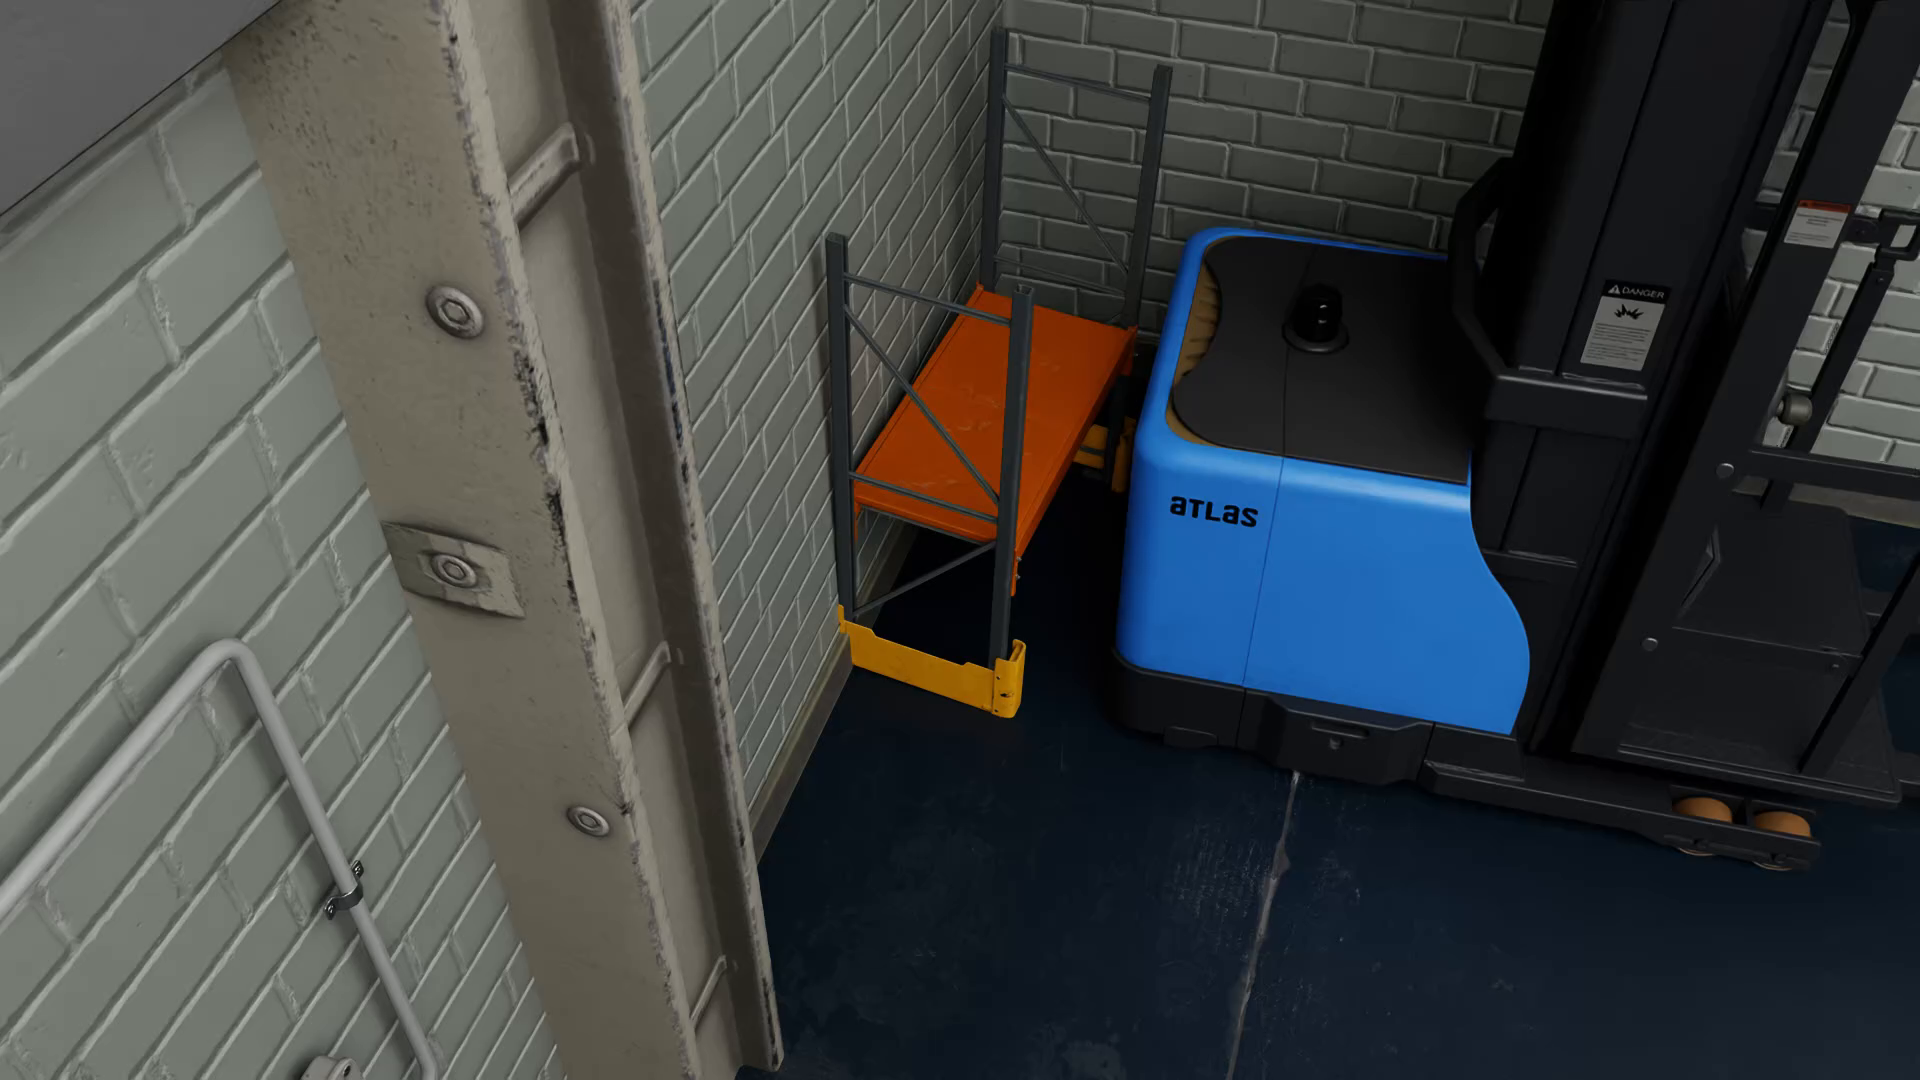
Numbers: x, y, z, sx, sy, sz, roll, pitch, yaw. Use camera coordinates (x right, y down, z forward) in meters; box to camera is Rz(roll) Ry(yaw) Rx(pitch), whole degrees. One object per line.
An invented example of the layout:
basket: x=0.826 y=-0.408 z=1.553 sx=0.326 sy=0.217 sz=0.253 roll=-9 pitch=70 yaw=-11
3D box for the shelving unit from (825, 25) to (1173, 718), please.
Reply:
shelving unit: x=0.106 y=-0.447 z=4.603 sx=0.587 sy=1.500 sz=1.083 roll=18 pitch=48 yaw=14

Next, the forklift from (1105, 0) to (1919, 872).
forklift: x=1.981 y=-0.593 z=3.761 sx=3.031 sy=2.935 sz=1.130 roll=10 pitch=45 yaw=10

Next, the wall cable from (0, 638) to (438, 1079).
wall cable: x=-1.133 y=0.823 z=1.538 sx=0.084 sy=1.984 sz=1.851 roll=13 pitch=46 yaw=13

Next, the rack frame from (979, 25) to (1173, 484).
rack frame: x=0.296 y=-0.779 z=4.924 sx=0.500 sy=1.500 sz=0.032 roll=18 pitch=48 yaw=14

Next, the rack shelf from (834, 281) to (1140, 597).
rack shelf: x=0.097 y=-0.318 z=4.727 sx=0.538 sy=0.185 sz=1.000 roll=18 pitch=48 yaw=14

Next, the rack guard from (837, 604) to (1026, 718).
rack guard: x=-0.103 y=0.312 z=4.735 sx=0.587 sy=0.250 sz=0.087 roll=18 pitch=48 yaw=14

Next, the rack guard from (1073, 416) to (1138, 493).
rack guard: x=0.278 y=-0.348 z=5.377 sx=0.587 sy=0.250 sz=0.087 roll=18 pitch=48 yaw=14

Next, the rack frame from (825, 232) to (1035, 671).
rack frame: x=-0.092 y=-0.104 z=4.269 sx=0.500 sy=1.500 sz=0.032 roll=18 pitch=48 yaw=14
